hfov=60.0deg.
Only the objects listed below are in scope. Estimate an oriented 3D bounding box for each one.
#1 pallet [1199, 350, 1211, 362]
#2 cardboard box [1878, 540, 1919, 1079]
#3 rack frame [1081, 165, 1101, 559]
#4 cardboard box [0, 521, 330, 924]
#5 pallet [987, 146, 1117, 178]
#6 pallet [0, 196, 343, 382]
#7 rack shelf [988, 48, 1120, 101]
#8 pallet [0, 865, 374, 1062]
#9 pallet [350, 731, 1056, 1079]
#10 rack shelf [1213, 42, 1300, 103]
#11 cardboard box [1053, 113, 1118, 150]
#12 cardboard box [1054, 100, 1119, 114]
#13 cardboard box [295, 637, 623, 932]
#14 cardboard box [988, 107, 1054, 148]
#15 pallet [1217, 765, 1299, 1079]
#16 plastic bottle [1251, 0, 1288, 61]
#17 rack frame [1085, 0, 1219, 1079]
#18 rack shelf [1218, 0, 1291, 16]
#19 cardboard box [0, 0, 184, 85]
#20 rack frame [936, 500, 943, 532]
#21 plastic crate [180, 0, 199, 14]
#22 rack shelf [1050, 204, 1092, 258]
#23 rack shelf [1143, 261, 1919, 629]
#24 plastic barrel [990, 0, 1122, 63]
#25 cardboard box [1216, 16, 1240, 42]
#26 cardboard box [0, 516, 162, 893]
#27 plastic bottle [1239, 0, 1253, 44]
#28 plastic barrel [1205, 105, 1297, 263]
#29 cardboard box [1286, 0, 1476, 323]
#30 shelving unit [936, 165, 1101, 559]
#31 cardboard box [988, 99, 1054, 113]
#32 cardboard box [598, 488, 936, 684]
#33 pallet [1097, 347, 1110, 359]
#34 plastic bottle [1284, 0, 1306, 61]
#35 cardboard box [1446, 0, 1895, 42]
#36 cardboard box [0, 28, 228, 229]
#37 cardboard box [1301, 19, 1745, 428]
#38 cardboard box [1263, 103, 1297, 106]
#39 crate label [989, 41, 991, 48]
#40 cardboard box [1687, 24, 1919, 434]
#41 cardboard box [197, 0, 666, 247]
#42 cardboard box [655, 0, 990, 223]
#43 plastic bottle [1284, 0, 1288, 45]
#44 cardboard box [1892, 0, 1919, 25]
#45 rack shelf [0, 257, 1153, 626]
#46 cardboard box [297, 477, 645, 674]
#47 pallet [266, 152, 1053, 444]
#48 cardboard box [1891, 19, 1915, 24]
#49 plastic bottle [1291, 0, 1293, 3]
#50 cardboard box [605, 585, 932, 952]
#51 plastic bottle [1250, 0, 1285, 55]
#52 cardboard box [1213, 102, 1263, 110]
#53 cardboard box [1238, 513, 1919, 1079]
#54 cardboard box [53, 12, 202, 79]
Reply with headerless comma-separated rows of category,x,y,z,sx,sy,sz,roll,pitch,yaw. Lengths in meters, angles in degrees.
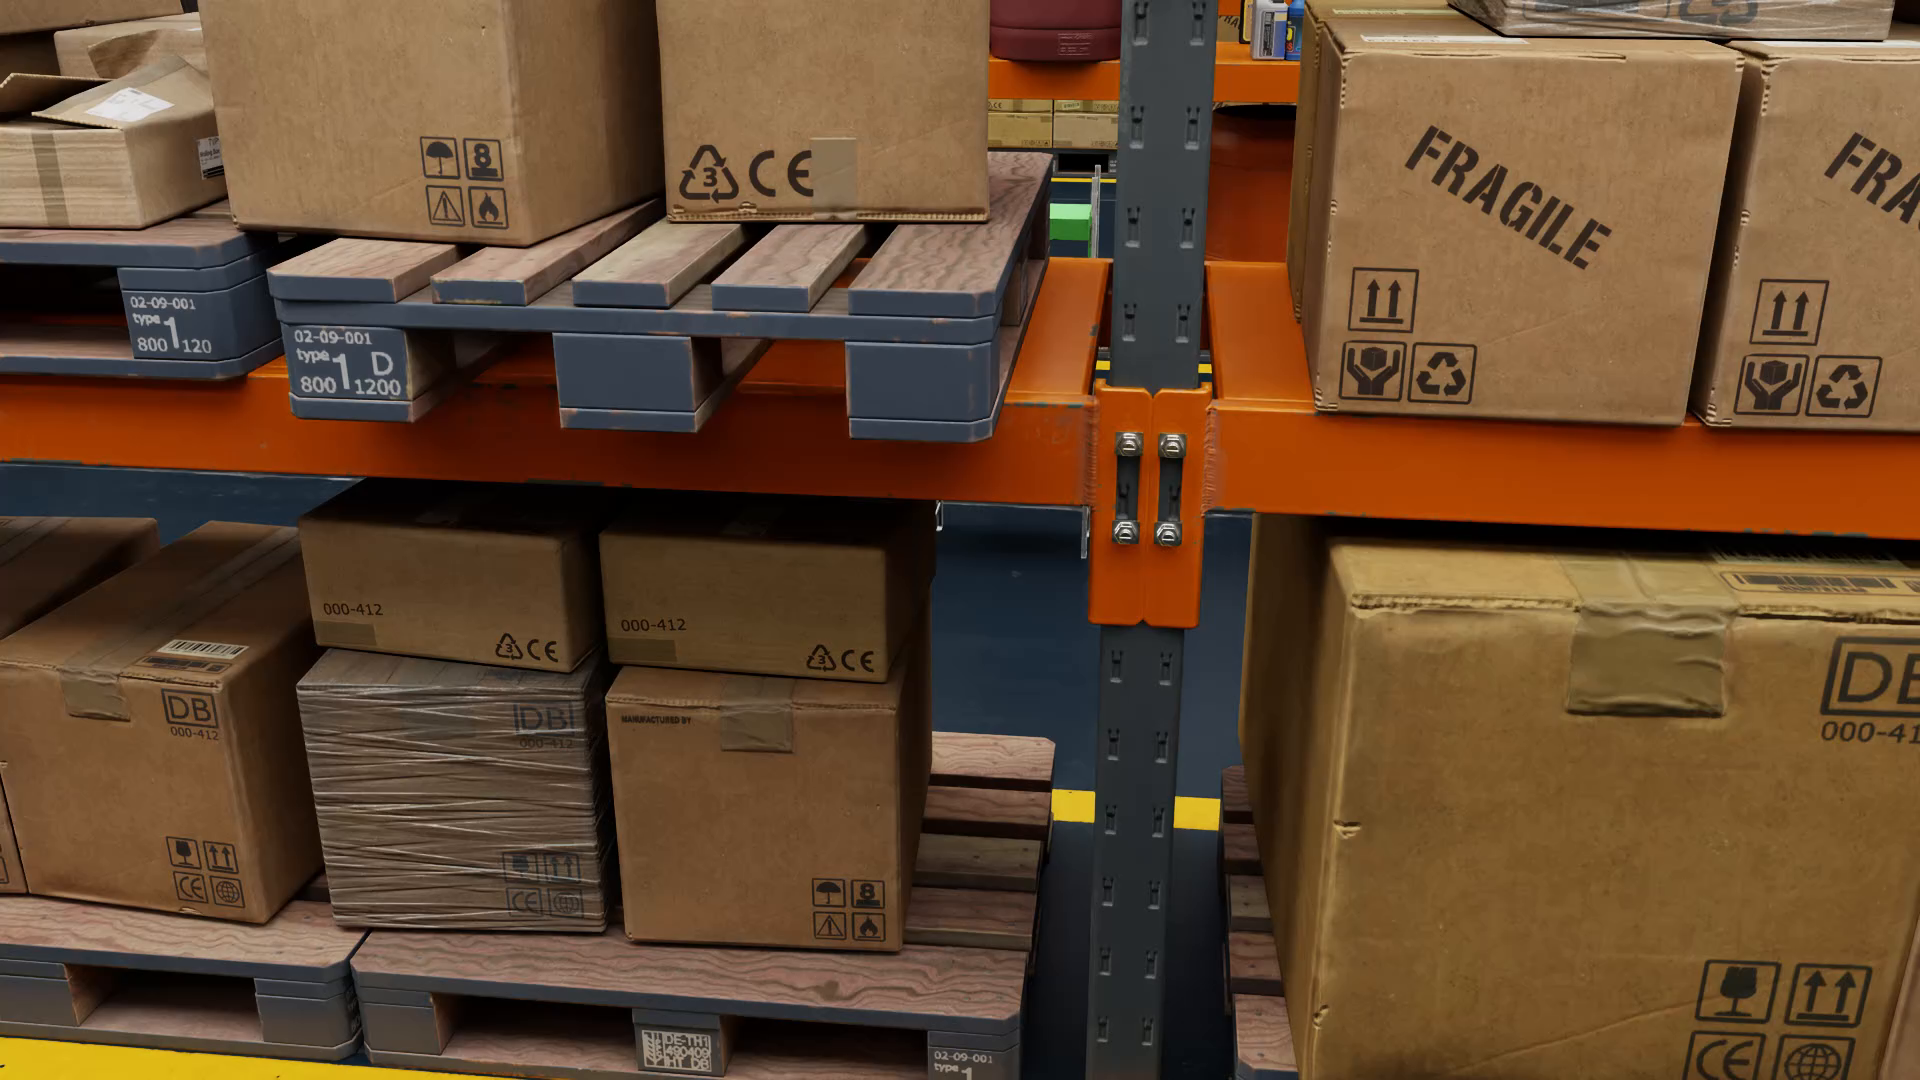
pallet,1.707,-1.056,7.823,1.213,0.211,1.003,2,22,6
cardboard box,1.903,0.309,2.898,0.875,0.875,1.225,3,22,6
rack frame,0.407,-0.540,5.174,0.015,1.200,0.240,2,22,6
cardboard box,-1.448,0.332,3.322,0.500,0.500,0.700,4,22,11
pallet,0.693,-2.933,12.571,1.213,0.211,1.003,2,22,6
pallet,-1.634,-0.545,2.998,1.213,0.211,1.003,2,22,6
rack shelf,-1.067,-2.123,7.709,4.000,0.370,1.077,2,22,6
pallet,-1.648,0.646,3.519,1.213,0.211,1.003,2,22,6
pallet,-0.440,0.699,3.384,1.213,0.211,1.003,2,22,6
rack shelf,2.905,-1.950,7.271,4.000,0.370,1.077,2,22,6
cardboard box,0.954,-3.030,12.193,0.500,0.250,0.500,3,22,8
cardboard box,0.957,-3.290,12.087,0.500,0.311,0.500,3,22,8
cardboard box,-0.884,0.354,3.266,0.500,0.500,0.700,1,22,2
cardboard box,0.442,-3.051,12.246,0.500,0.250,0.500,2,22,6
pallet,1.110,0.795,3.141,1.213,0.211,1.003,2,22,6
plastic bottle,1.311,-2.177,7.035,0.135,0.276,0.152,2,22,6
rack frame,0.336,-0.563,2.784,0.127,3.000,1.000,2,22,6
rack shelf,3.492,-3.759,11.845,4.000,0.370,1.077,2,22,6
cardboard box,-1.904,-0.938,3.021,0.637,0.503,0.797,5,22,12
rack frame,-0.078,-0.561,5.228,0.015,1.200,0.240,2,22,6
plastic crate,-3.558,-2.585,7.982,0.504,0.338,0.767,2,22,6
rack shelf,0.164,-0.938,5.048,0.480,0.148,0.258,2,22,6
rack shelf,2.322,-0.142,2.697,4.000,0.370,1.077,2,22,6
plastic barrel,0.423,-2.344,7.104,0.708,0.536,0.600,2,22,6
cardboard box,2.800,-5.104,16.624,0.750,0.750,0.750,2,22,6
cardboard box,-2.002,0.308,3.383,0.500,0.500,0.700,1,22,2
plastic bottle,1.371,-2.455,7.729,0.133,0.283,0.061,2,22,6
plastic barrel,1.407,-1.542,7.642,0.708,0.830,0.600,2,22,6
cardboard box,0.855,-0.679,2.940,0.500,0.500,0.500,3,22,8
shelving unit,0.164,-0.551,5.201,0.503,1.200,0.258,2,22,6
cardboard box,0.440,-3.310,12.138,0.500,0.311,0.500,2,22,5
cardboard box,-0.333,0.028,3.070,0.500,0.250,0.500,3,22,8
pallet,0.154,-1.122,7.991,1.213,0.211,1.003,2,22,6
plastic bottle,1.423,-2.160,6.998,0.097,0.271,0.097,0,22,0
cardboard box,1.060,-1.038,2.486,0.637,0.503,0.797,3,22,8
cardboard box,-1.352,-0.669,2.665,0.258,0.266,0.396,2,22,5
cardboard box,0.787,-0.489,2.461,0.500,0.500,0.500,3,22,8
cardboard box,2.445,-3.077,11.945,0.500,0.500,0.500,2,22,4
crate label,-0.036,-2.530,7.710,0.616,0.435,0.502,2,22,6
cardboard box,1.299,-0.468,2.407,0.500,0.500,0.500,2,22,5
cardboard box,-0.771,-0.801,2.679,0.500,0.500,0.700,6,22,14
cardboard box,-0.205,-0.814,2.711,0.500,0.500,0.500,0,22,0
plastic bottle,1.483,-2.406,7.715,0.097,0.201,0.097,0,22,0
cardboard box,1.707,-1.009,2.412,0.637,0.503,0.797,3,22,8
rack shelf,-1.650,-0.315,3.135,4.000,0.370,1.077,2,22,6
cardboard box,-0.861,0.009,3.119,0.500,0.250,0.500,5,22,12
pallet,-0.384,-0.466,2.799,1.003,0.211,1.213,2,22,6
cardboard box,1.350,-0.655,2.881,0.500,0.500,0.500,2,22,6
plastic bottle,1.600,-2.445,7.704,0.133,0.283,0.061,2,22,6
cardboard box,-0.332,0.373,3.218,0.500,0.500,0.700,1,22,3
plastic bottle,1.329,-2.232,7.176,0.135,0.276,0.152,2,22,6
cardboard box,1.924,-3.098,11.997,0.500,0.500,0.500,3,22,9
cardboard box,1.019,0.267,3.003,0.875,0.875,1.225,2,22,4
cardboard box,-1.301,-0.845,3.130,0.500,0.250,0.500,2,22,5
